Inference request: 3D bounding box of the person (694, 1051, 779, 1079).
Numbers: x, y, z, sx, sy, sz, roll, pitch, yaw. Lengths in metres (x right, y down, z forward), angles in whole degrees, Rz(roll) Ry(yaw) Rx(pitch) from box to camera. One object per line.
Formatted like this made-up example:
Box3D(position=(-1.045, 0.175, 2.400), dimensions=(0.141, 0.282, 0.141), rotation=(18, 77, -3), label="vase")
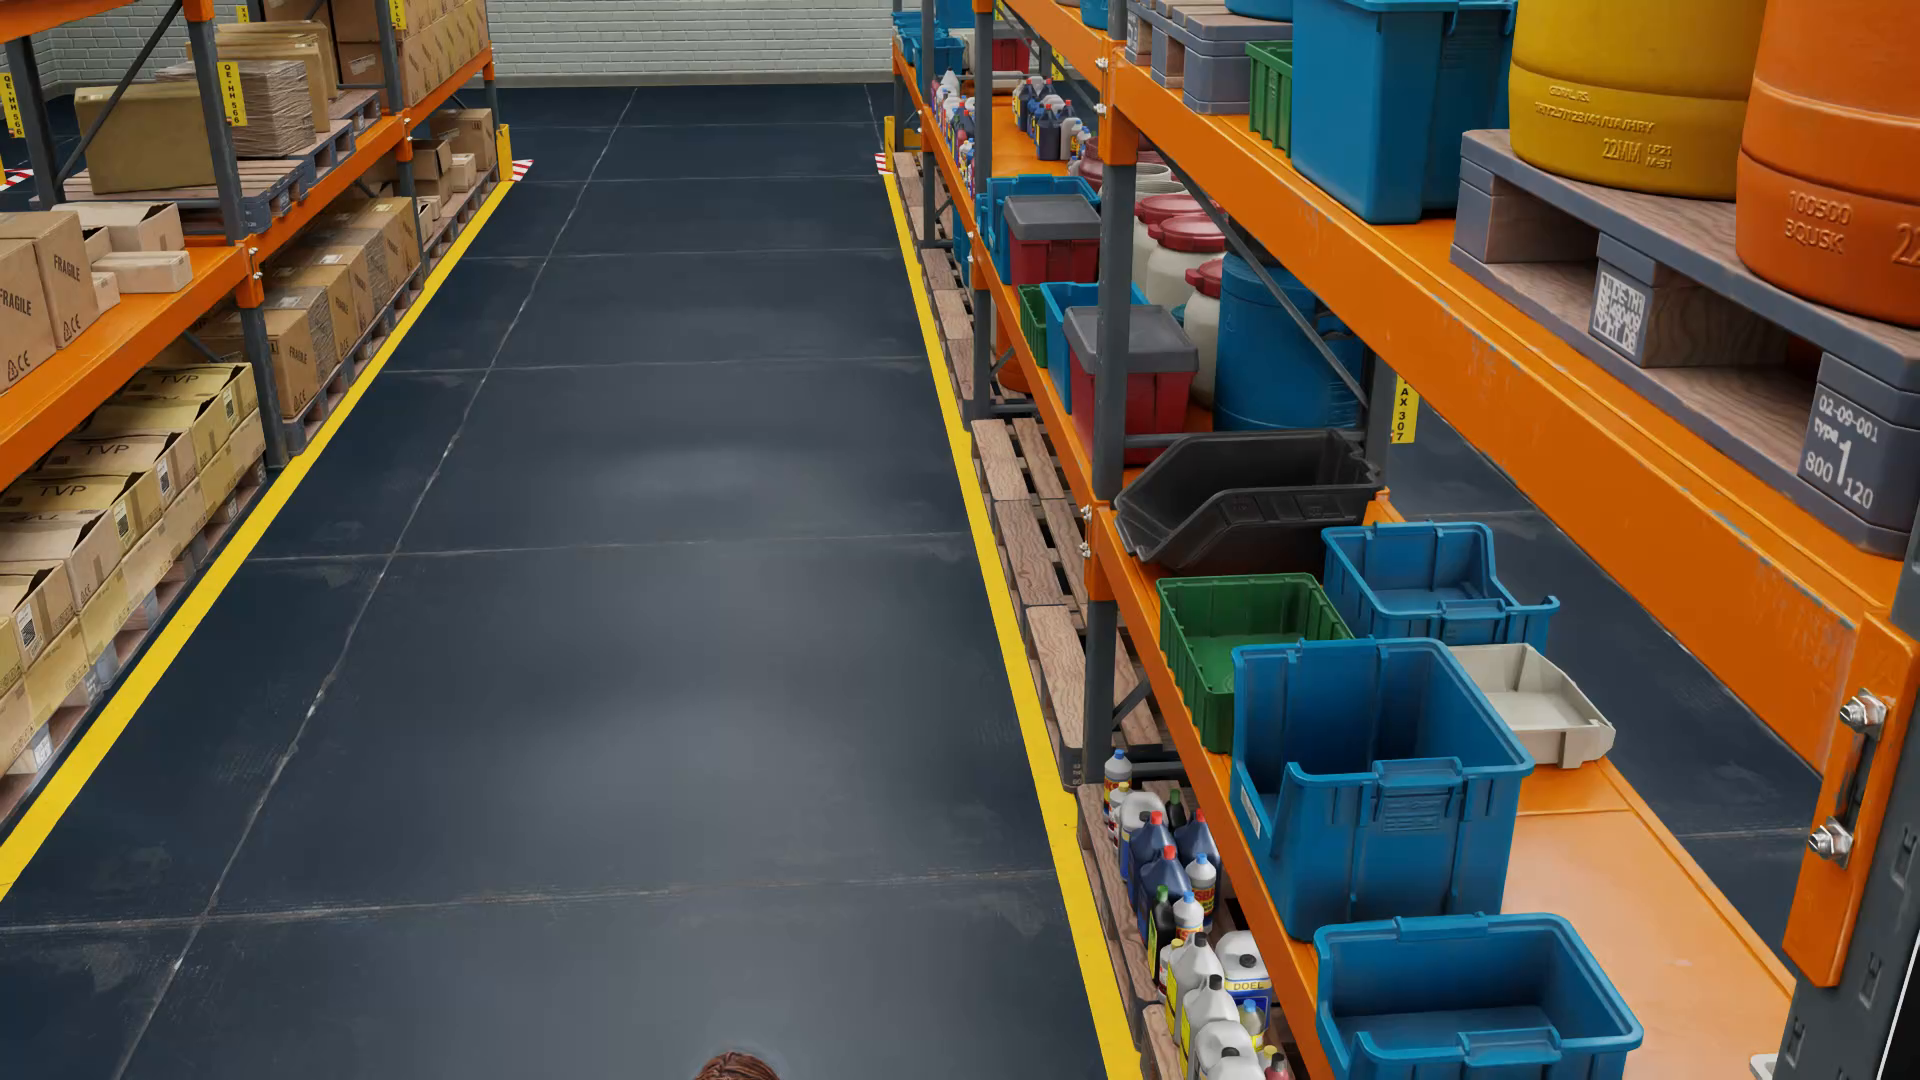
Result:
Box3D(position=(-0.362, 1.586, 3.049), dimensions=(0.398, 1.556, 0.857), rotation=(-2, 24, -4), label="person")
